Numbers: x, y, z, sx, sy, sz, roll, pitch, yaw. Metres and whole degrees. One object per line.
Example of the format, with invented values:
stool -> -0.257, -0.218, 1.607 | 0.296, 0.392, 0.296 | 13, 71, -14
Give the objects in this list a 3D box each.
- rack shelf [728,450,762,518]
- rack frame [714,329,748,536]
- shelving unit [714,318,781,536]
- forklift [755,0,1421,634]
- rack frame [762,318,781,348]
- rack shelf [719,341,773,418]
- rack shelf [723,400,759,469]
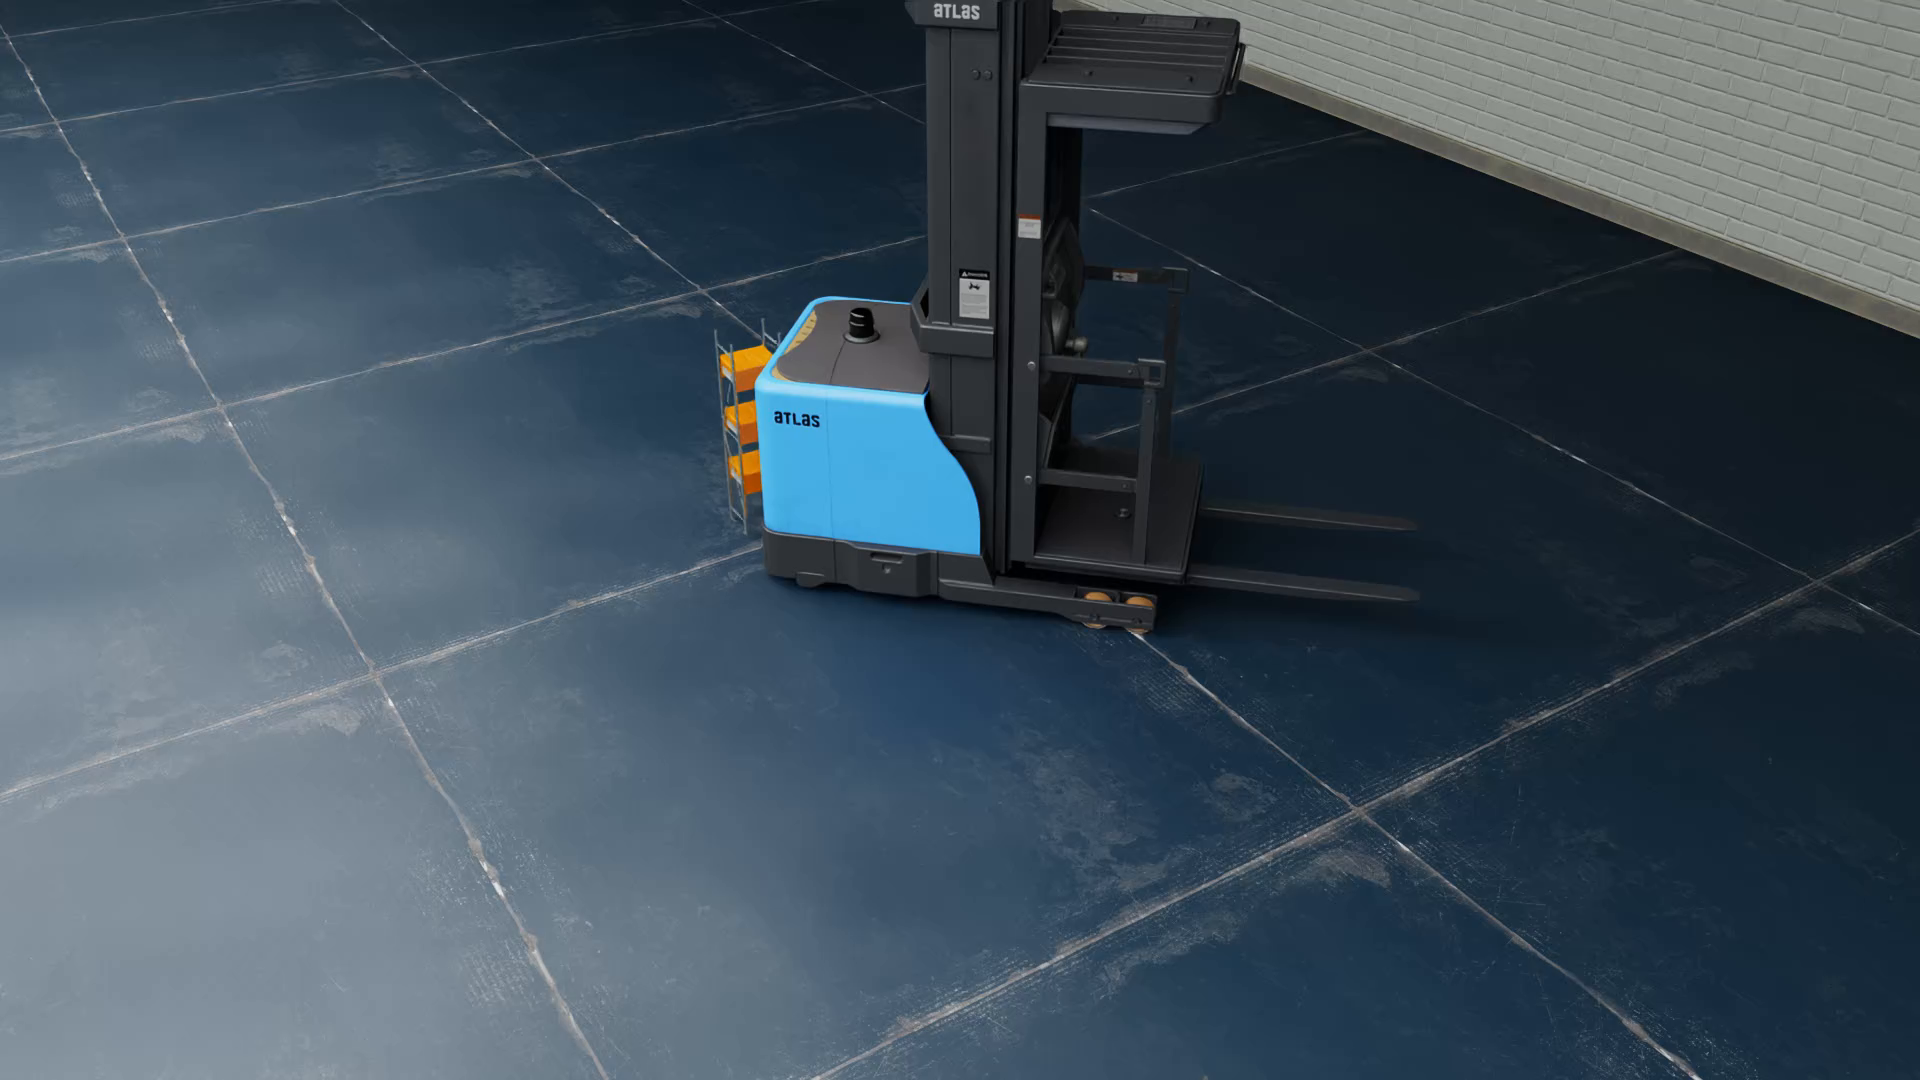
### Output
rack shelf -> -1.003, -0.297, 8.277 | 0.240, 0.259, 0.215 | -17, 36, -25
rack frame -> -1.109, -0.508, 8.072 | 0.008, 1.050, 0.200 | -17, 36, -25
shelving unit -> -1.003, -0.541, 8.123 | 0.252, 1.050, 0.215 | -17, 36, -25
forklift -> 0.640, -1.124, 7.285 | 3.031, 2.935, 1.130 | 6, 33, 10
rack frame -> -0.897, -0.573, 8.175 | 0.008, 1.050, 0.200 | -17, 36, -25
rack shelf -> -1.003, -0.772, 7.978 | 0.240, 0.259, 0.215 | -17, 36, -25
rack shelf -> -1.003, -0.532, 8.129 | 0.240, 0.259, 0.215 | -17, 36, -25
